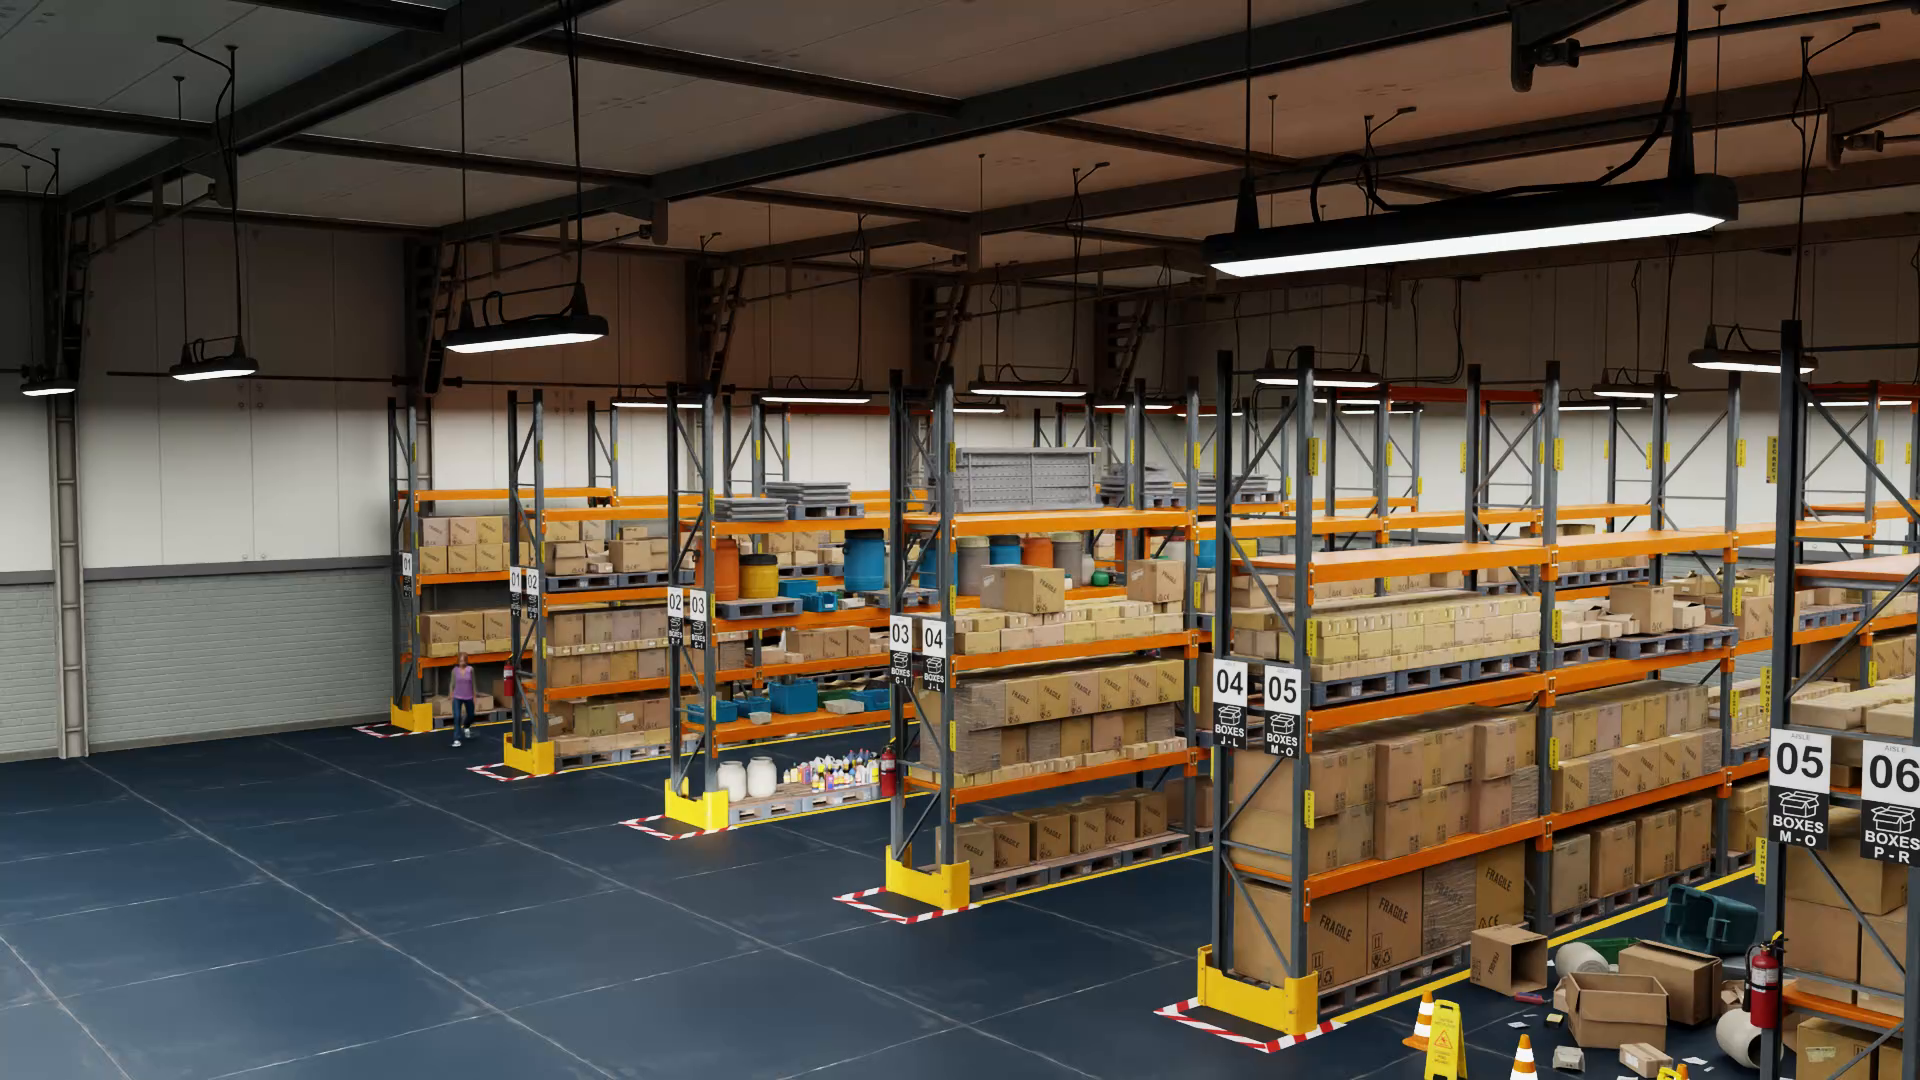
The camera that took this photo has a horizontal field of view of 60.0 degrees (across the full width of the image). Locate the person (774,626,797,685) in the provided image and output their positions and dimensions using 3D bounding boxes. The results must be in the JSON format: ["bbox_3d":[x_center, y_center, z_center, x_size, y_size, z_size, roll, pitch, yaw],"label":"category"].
[{"bbox_3d":[-3.457,2.379,32.973,0.570,1.775,0.768,2,4,27],"label":"person"}]

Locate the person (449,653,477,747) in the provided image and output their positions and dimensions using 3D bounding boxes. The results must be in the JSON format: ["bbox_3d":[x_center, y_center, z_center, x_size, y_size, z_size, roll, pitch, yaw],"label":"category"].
[{"bbox_3d":[-8.521,2.709,28.513,0.447,1.562,0.812,-1,3,-17],"label":"person"}]

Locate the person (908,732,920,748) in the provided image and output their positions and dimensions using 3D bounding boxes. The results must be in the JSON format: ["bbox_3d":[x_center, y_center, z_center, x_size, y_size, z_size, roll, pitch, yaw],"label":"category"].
[{"bbox_3d":[-0.550,2.705,28.197,1.041,1.588,0.518,-2,4,-34],"label":"person"}]
